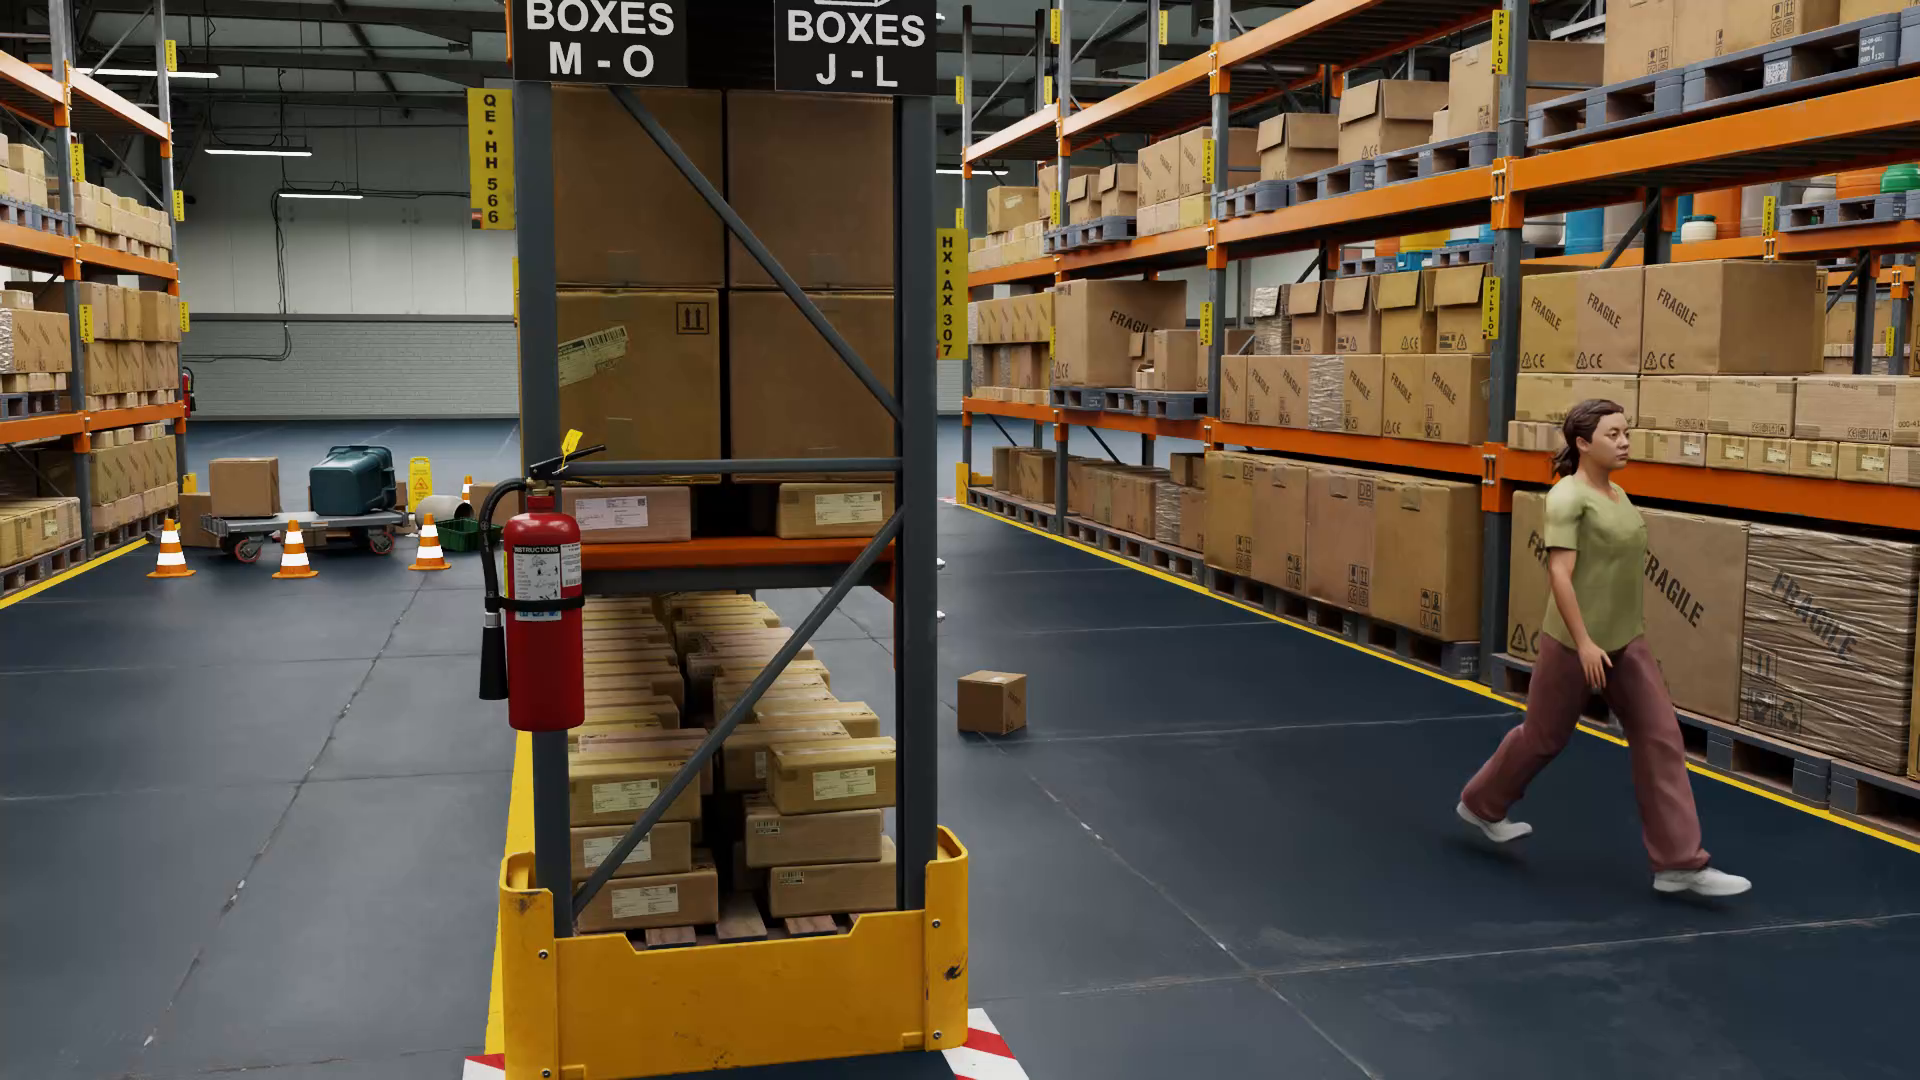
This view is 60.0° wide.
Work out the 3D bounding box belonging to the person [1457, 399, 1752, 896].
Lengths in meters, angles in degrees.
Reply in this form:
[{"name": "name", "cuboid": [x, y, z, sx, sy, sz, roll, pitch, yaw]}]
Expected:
[{"name": "person", "cuboid": [2.124, 0.338, 5.595, 0.458, 1.613, 1.057, -4, 7, -33]}]
